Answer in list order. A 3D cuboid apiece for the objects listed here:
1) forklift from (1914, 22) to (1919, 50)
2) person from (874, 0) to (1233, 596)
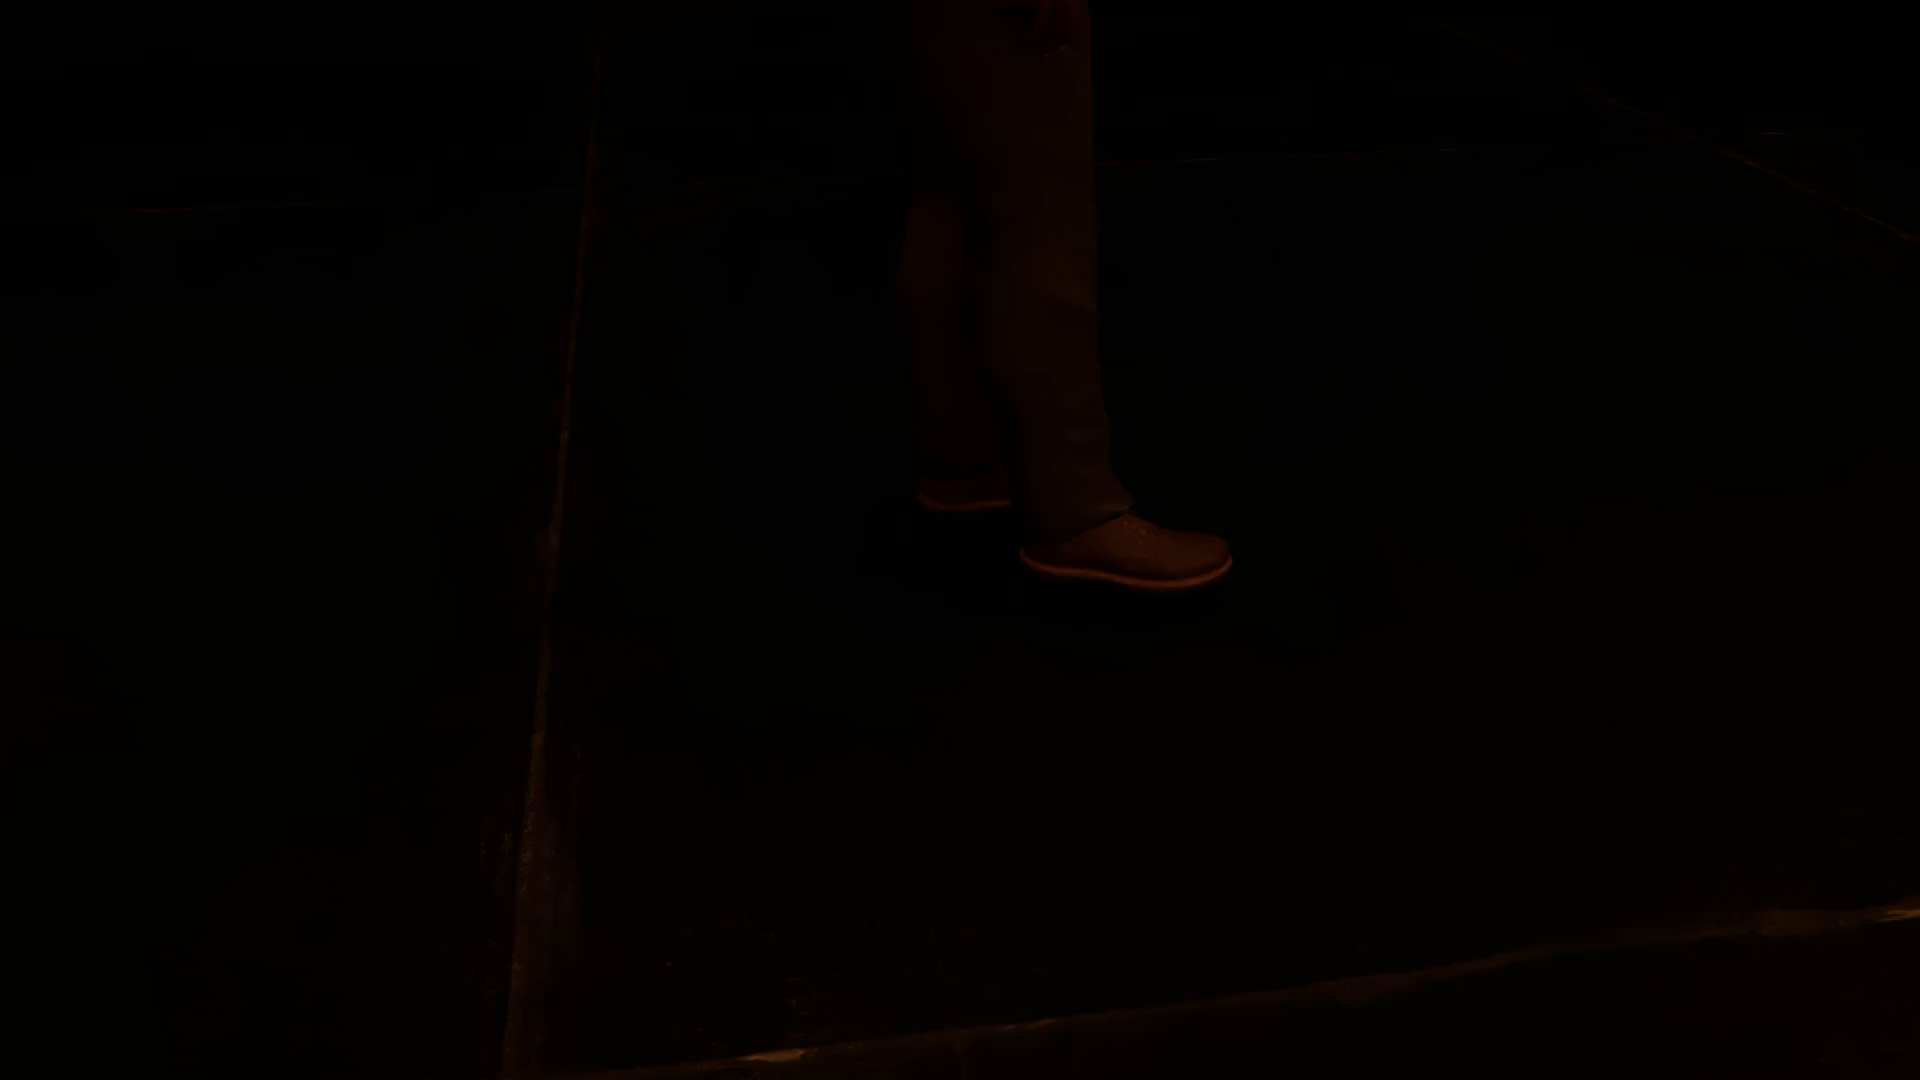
[{"bbox_3d":[4.472,-2.490,4.066,3.031,2.935,1.130,5,28,9],"label":"forklift"},{"bbox_3d":[0.089,-0.765,2.089,0.504,1.642,0.570,-5,28,-9],"label":"person"}]
